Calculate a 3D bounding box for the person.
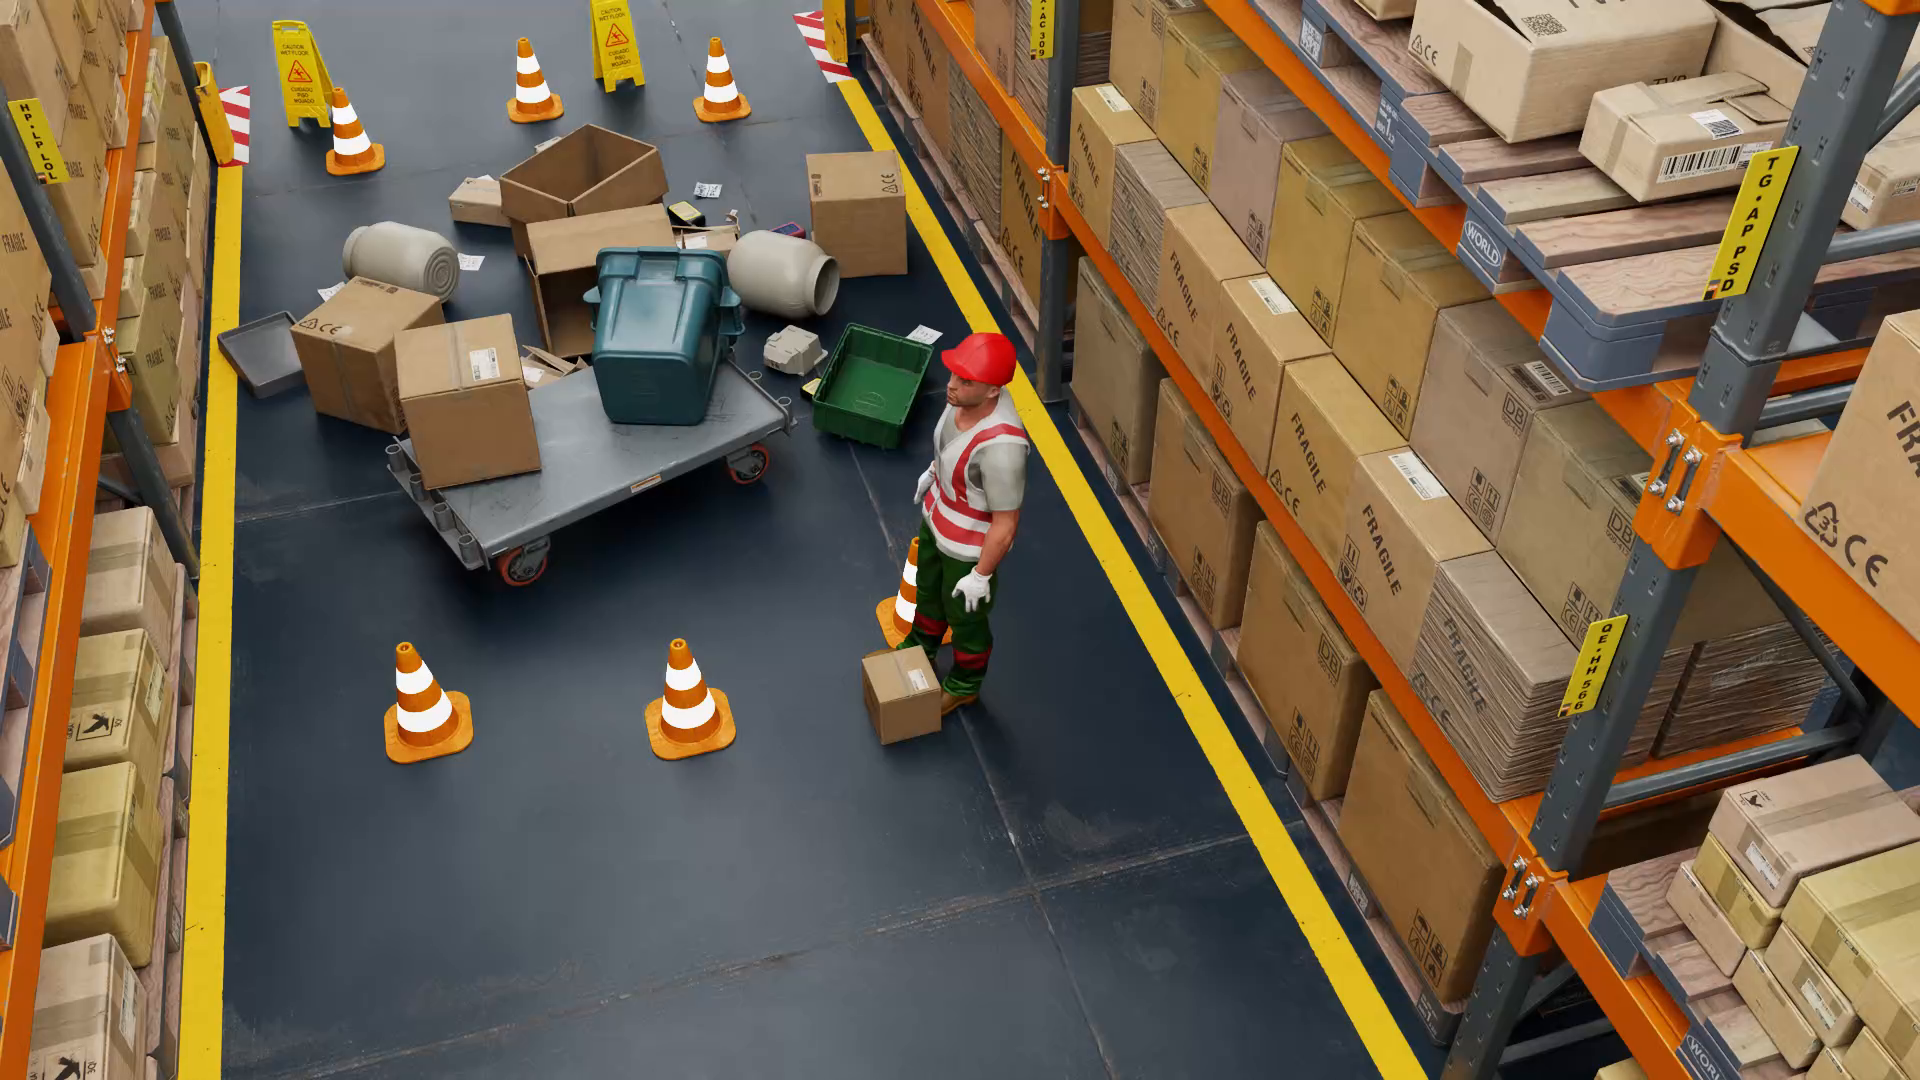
[{"bbox_3d":[-0.059,-0.024,6.155,0.564,1.787,0.638,-12,43,-13],"label":"person"}]
